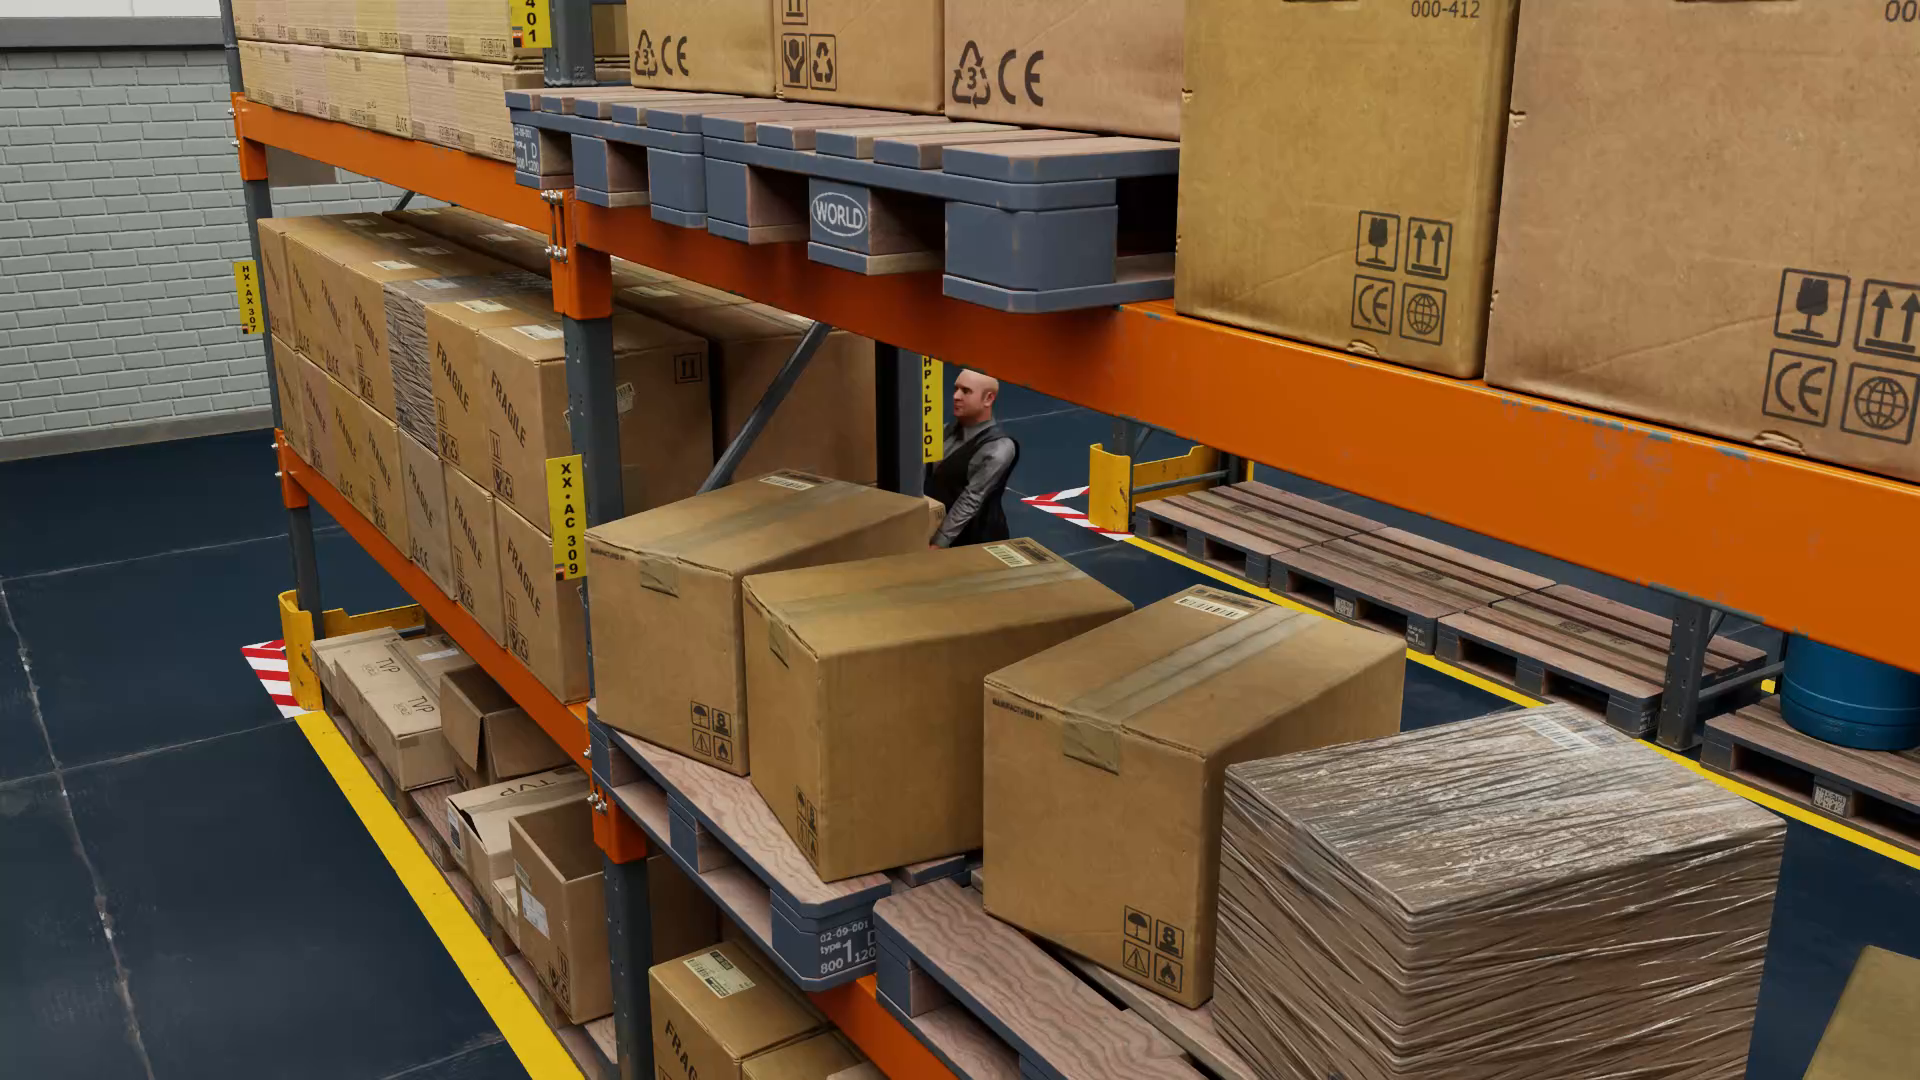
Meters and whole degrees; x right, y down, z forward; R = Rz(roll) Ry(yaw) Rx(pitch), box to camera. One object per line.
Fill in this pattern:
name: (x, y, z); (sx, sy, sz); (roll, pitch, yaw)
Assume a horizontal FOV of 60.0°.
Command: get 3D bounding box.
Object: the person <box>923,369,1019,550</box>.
person: (-0.057, 0.093, 7.322); (0.557, 1.712, 0.494); (-11, 21, -30)
